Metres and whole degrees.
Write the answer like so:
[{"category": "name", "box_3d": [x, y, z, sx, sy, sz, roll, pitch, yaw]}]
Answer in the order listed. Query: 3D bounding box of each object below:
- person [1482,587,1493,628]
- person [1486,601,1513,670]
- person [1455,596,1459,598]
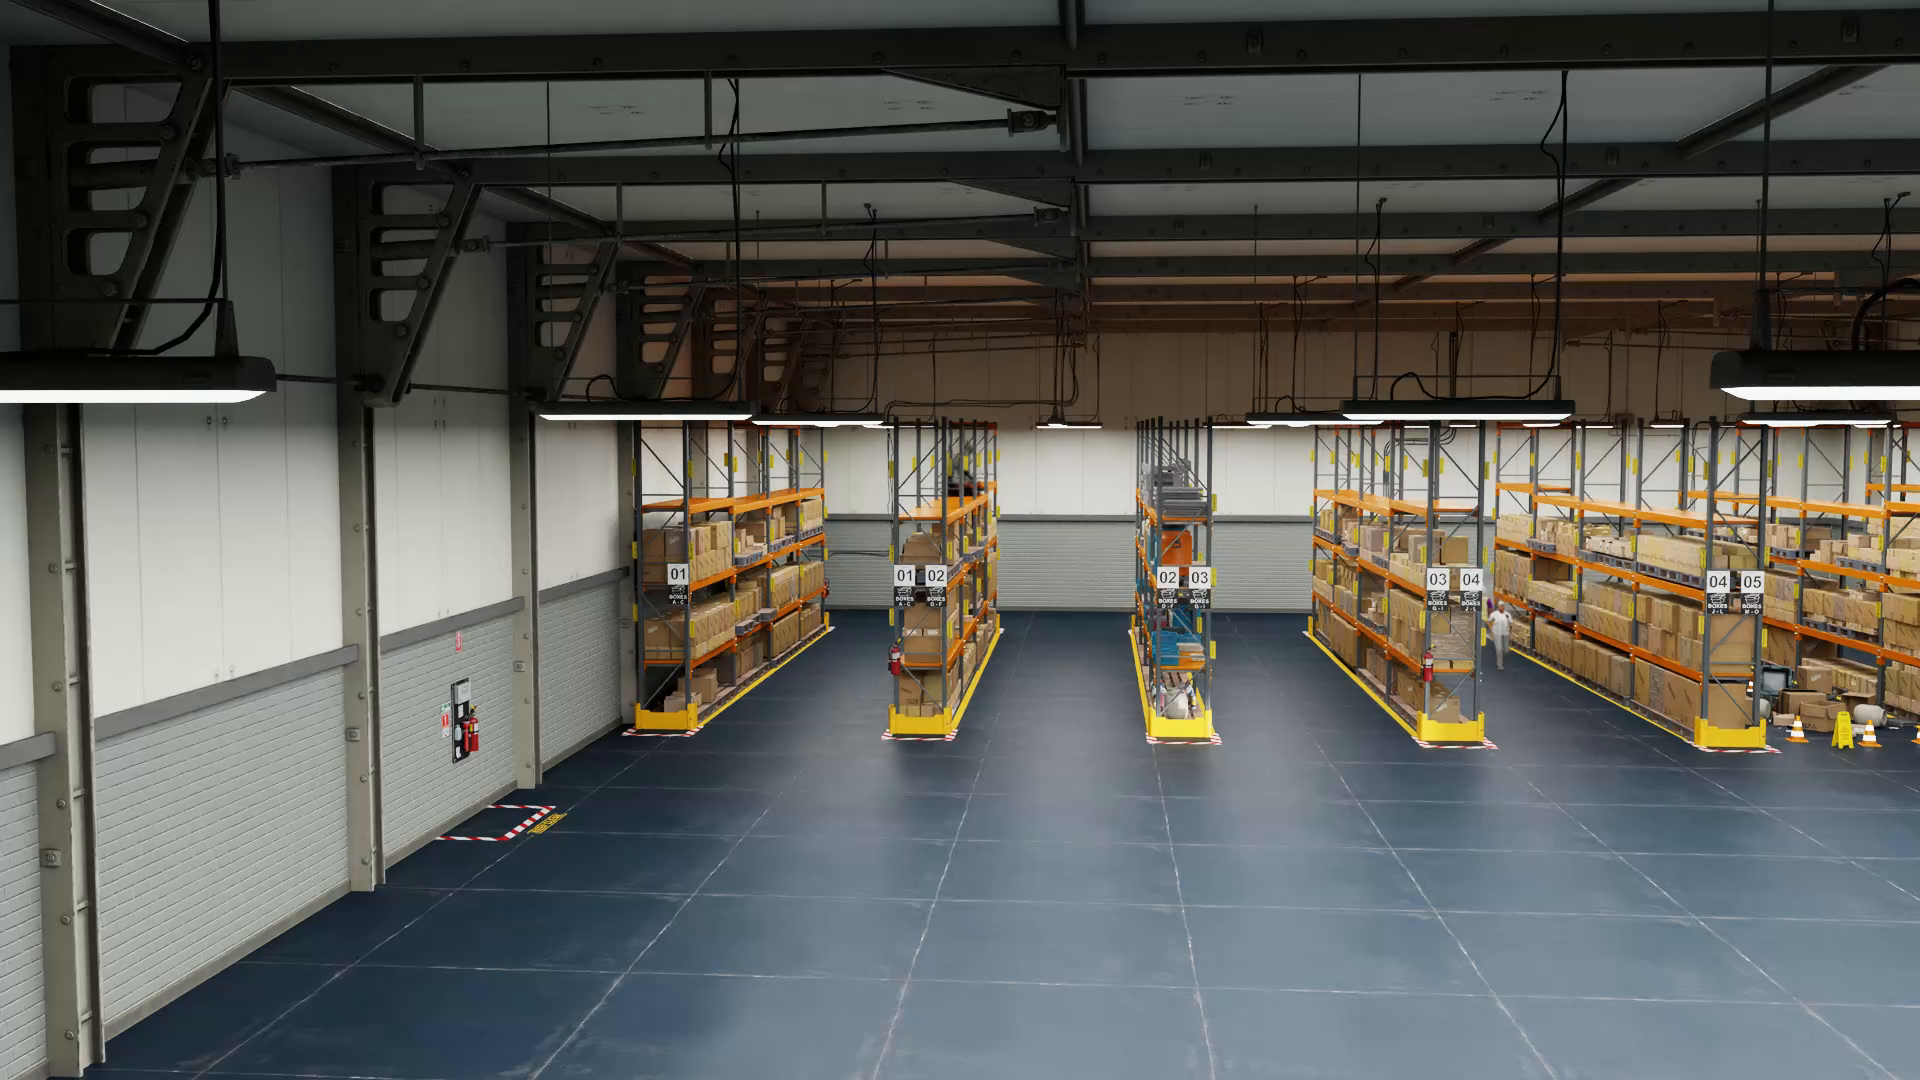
[{"category": "person", "box_3d": [13.376, 2.057, 42.751, 0.674, 1.732, 0.628, 0, 4, 6]}, {"category": "person", "box_3d": [13.034, 2.287, 40.115, 0.620, 1.632, 0.803, 0, 4, 2]}, {"category": "person", "box_3d": [13.478, 1.883, 45.643, 0.769, 1.803, 0.745, 1, 4, 19]}]
